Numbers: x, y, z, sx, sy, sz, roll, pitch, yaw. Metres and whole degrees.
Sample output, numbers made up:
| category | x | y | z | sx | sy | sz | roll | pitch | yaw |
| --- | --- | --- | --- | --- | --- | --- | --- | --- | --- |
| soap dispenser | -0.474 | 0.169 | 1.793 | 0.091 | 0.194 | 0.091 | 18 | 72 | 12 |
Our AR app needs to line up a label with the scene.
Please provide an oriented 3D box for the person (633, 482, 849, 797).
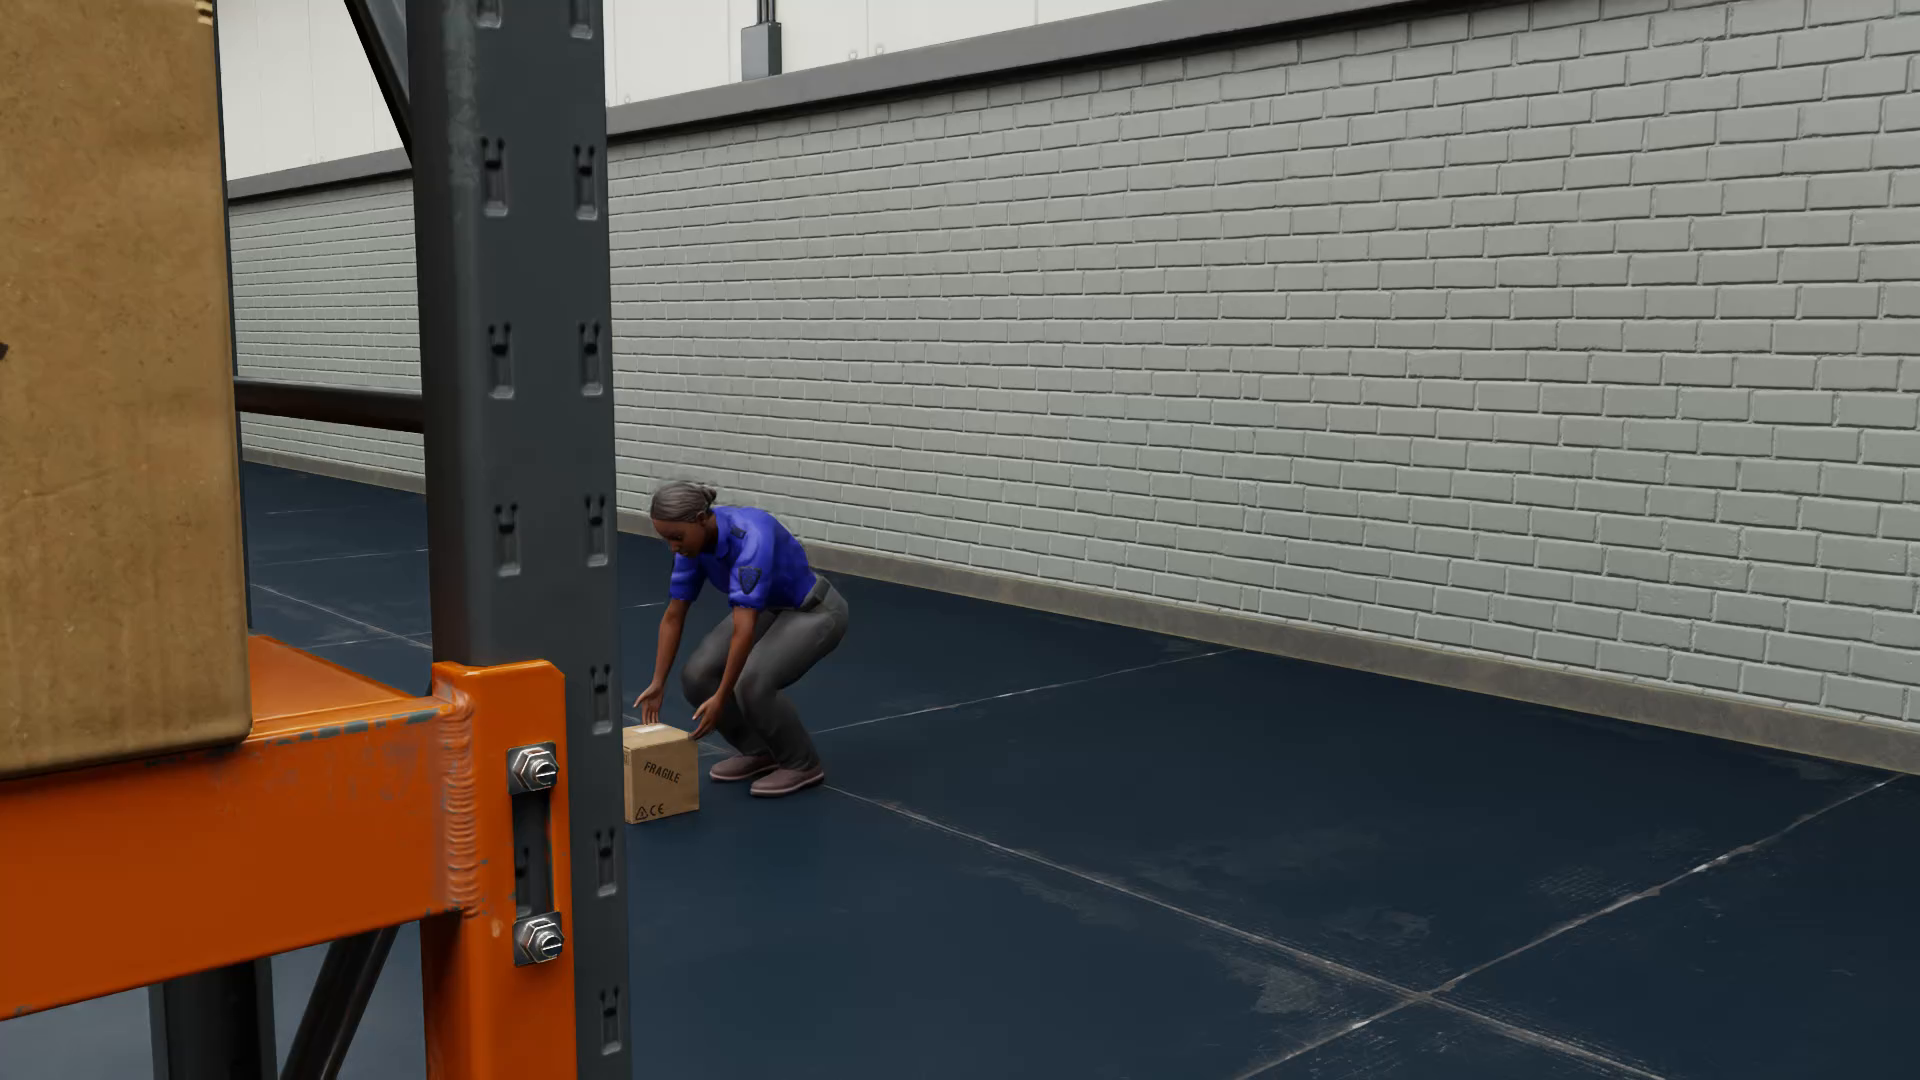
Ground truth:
| category | x | y | z | sx | sy | sz | roll | pitch | yaw |
| --- | --- | --- | --- | --- | --- | --- | --- | --- | --- |
| person | -0.711 | 0.320 | 5.623 | 0.756 | 1.078 | 0.498 | -7 | 10 | -41 |
